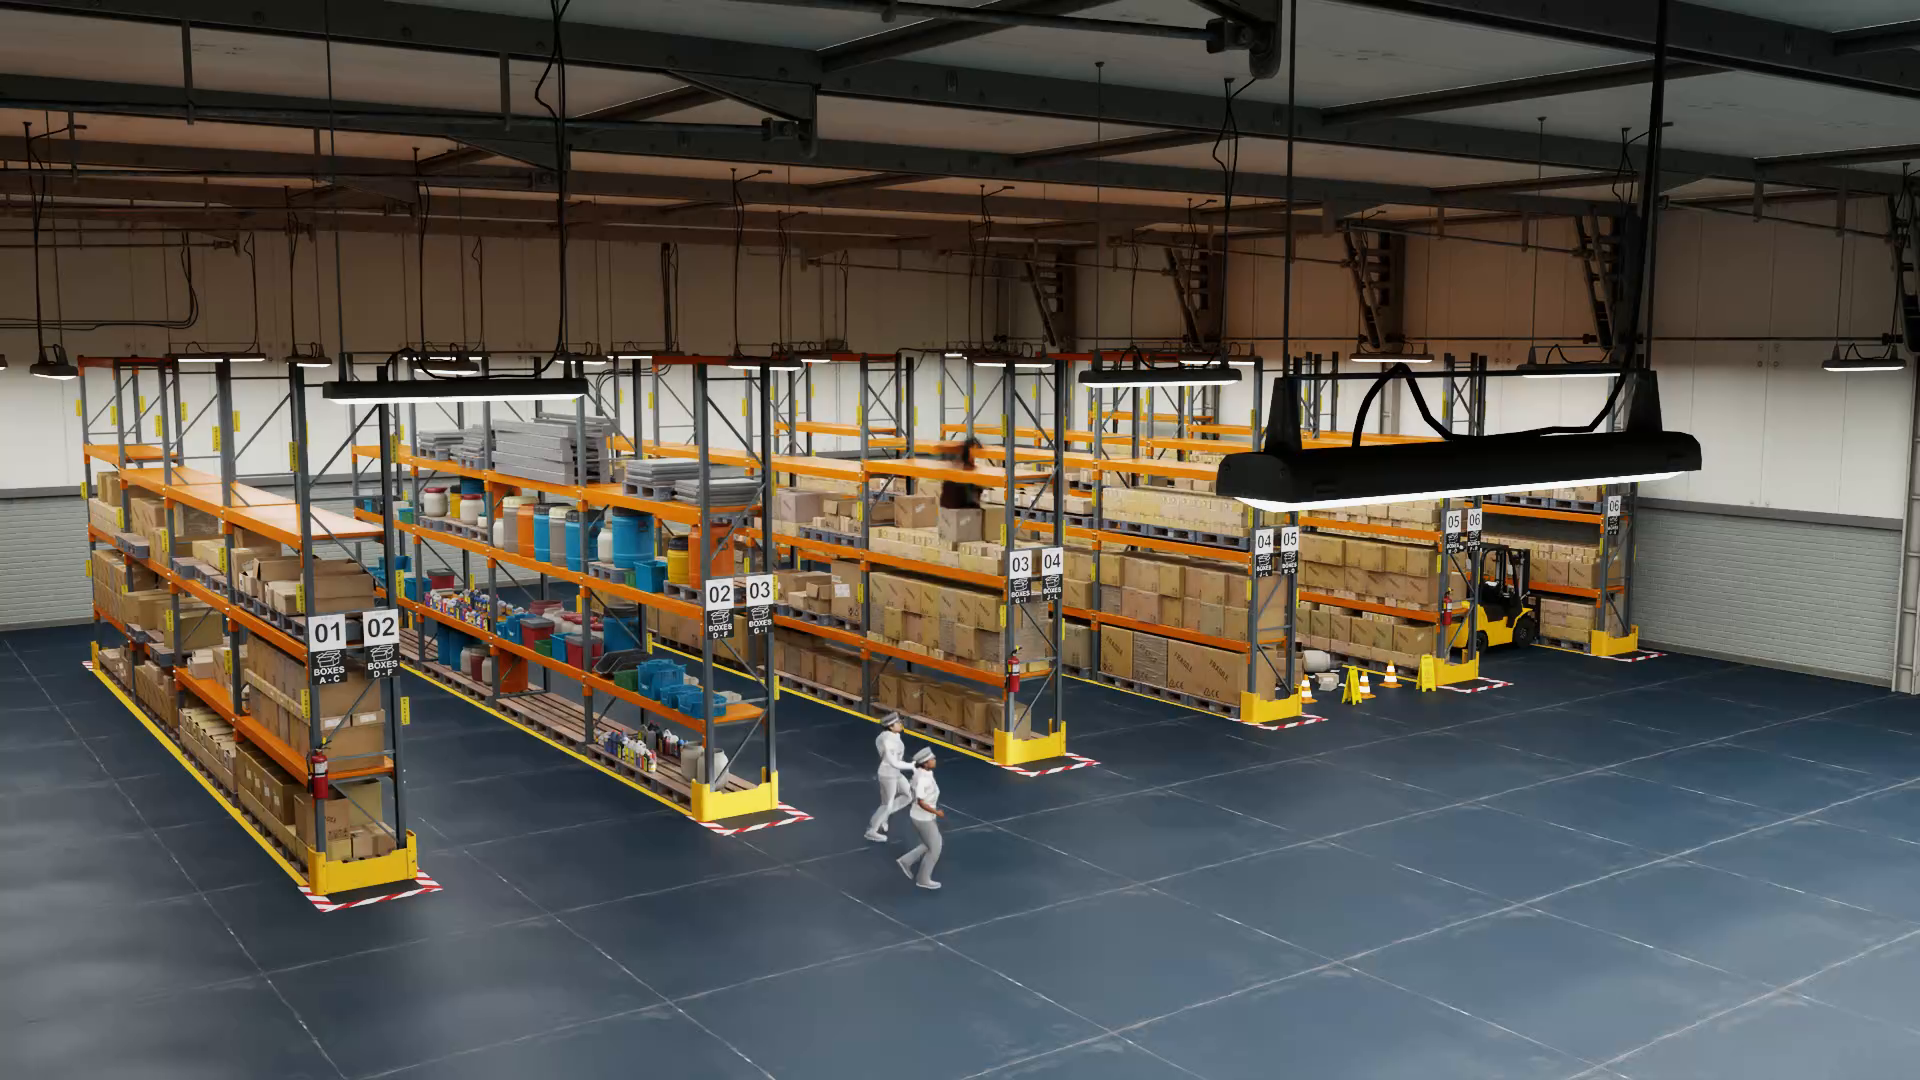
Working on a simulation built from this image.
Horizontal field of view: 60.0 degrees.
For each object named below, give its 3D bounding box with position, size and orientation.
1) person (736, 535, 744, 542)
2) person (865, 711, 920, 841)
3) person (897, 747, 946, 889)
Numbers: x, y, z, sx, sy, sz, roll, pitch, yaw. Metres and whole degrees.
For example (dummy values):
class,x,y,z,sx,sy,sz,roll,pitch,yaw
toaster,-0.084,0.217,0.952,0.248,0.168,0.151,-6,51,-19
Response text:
class,x,y,z,sx,sy,sz,roll,pitch,yaw
person,-5.330,0.660,40.130,0.635,1.667,0.676,0,7,4
person,-0.847,2.963,21.017,0.715,1.653,0.640,0,7,3
person,-0.435,3.201,19.138,0.537,1.672,0.584,-1,7,-6
